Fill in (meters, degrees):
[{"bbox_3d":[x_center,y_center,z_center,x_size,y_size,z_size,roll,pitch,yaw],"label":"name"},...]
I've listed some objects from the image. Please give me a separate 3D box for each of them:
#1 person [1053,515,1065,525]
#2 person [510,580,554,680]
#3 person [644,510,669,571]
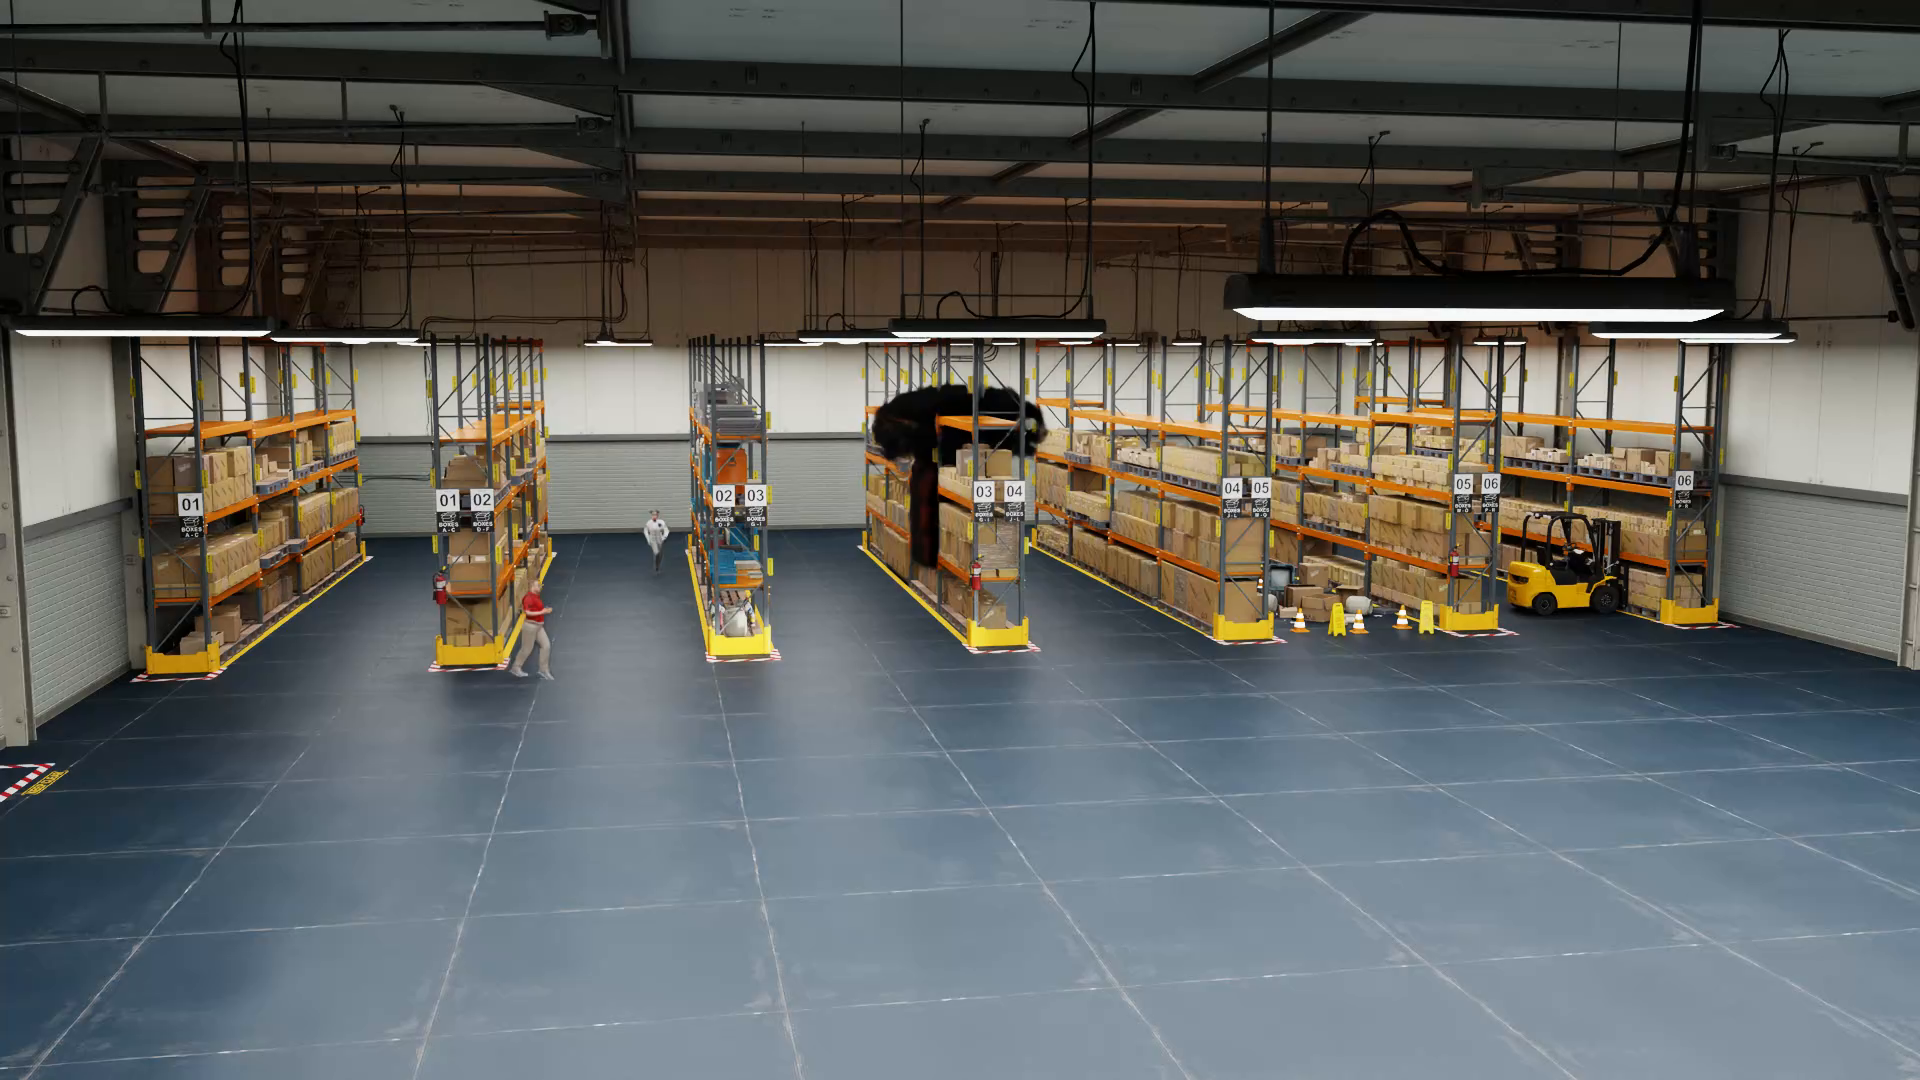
[{"bbox_3d":[3.094,-0.911,50.381,0.625,1.751,0.644,-3,7,-25],"label":"person"},{"bbox_3d":[-7.431,1.590,28.826,0.803,1.806,0.627,1,7,6],"label":"person"},{"bbox_3d":[-7.577,0.021,41.529,0.616,1.600,0.824,-1,7,-9],"label":"person"}]
